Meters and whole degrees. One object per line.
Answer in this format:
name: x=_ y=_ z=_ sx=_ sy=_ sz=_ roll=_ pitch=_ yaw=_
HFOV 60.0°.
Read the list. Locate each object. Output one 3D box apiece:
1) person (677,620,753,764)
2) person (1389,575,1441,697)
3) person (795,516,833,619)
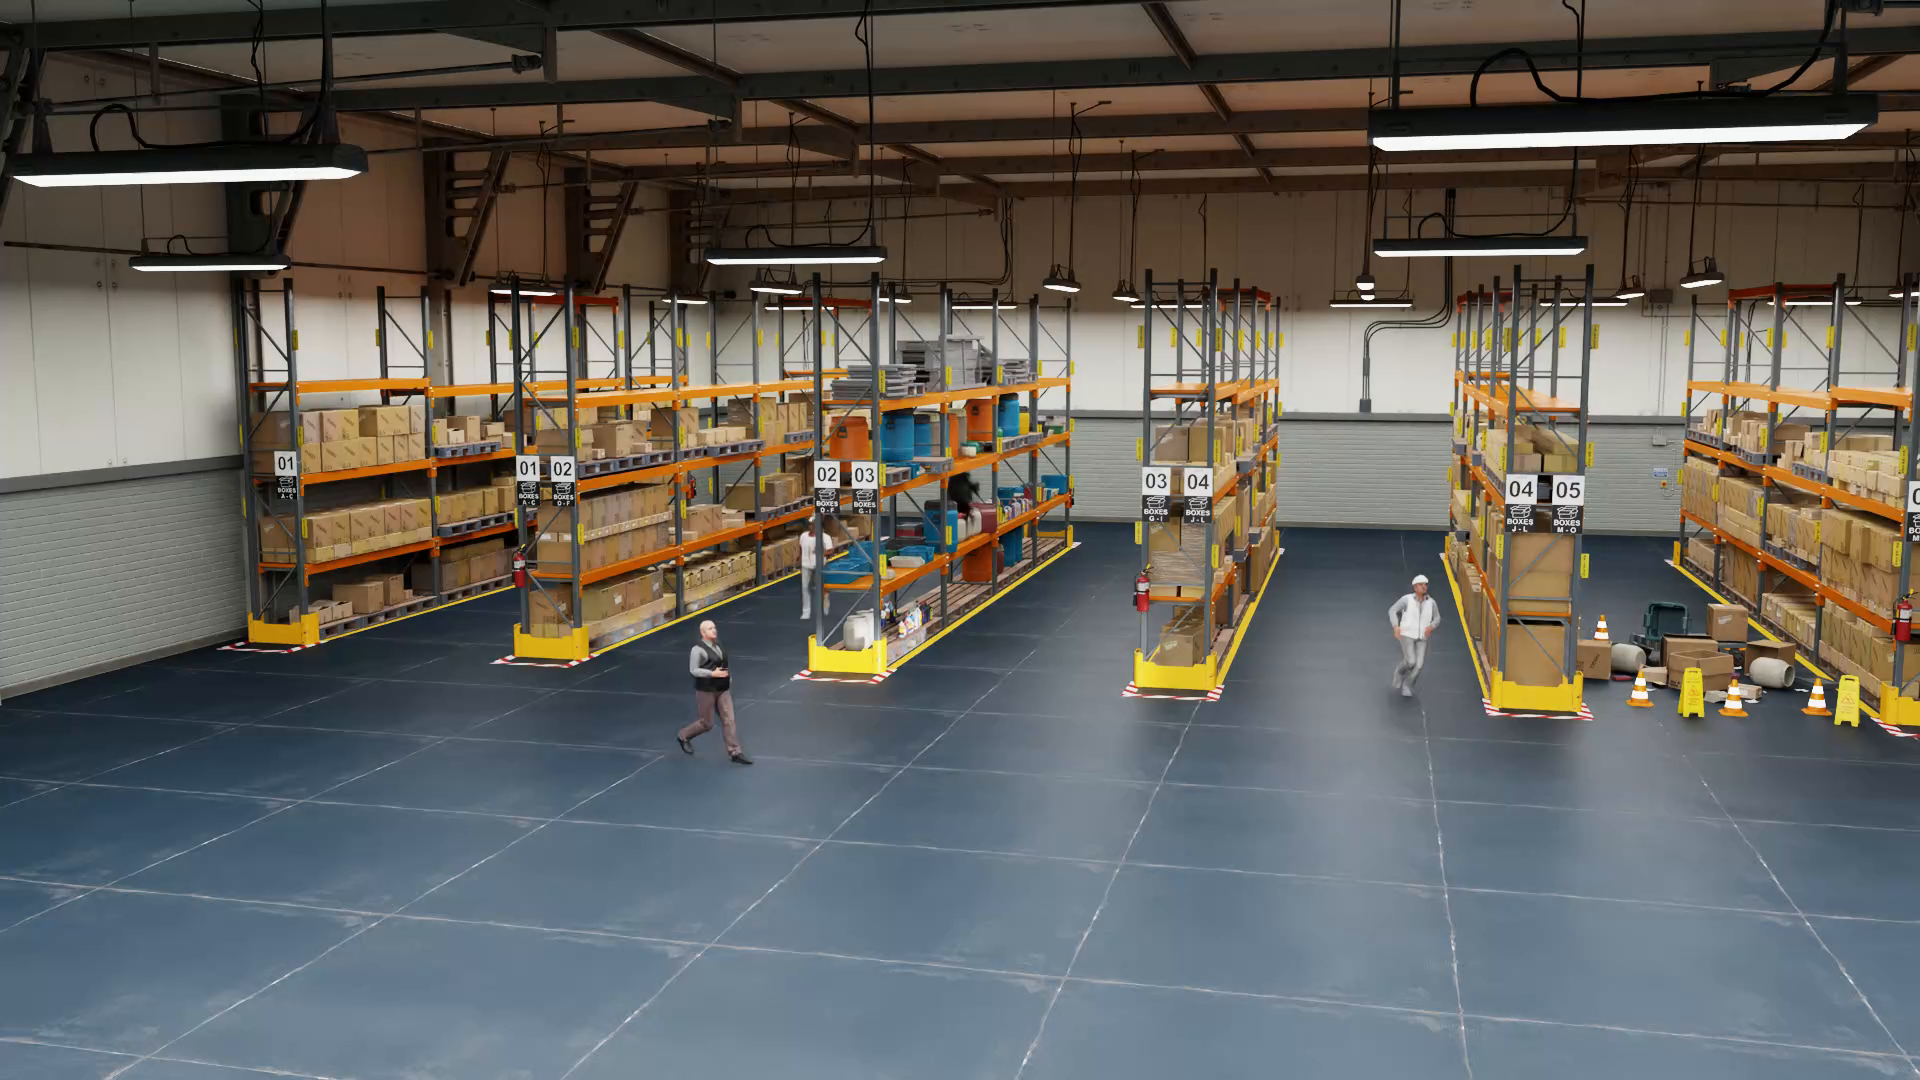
person: x=-2.901 y=1.784 z=19.639 sx=1.054 sy=1.681 sz=0.672 roll=5 pitch=8 yaw=35
person: x=6.442 y=1.358 z=23.425 sx=0.689 sy=1.721 sz=0.533 roll=-1 pitch=7 yaw=-5
person: x=-2.528 y=0.477 z=28.681 sx=0.710 sy=1.778 sz=0.936 roll=2 pitch=7 yaw=15
